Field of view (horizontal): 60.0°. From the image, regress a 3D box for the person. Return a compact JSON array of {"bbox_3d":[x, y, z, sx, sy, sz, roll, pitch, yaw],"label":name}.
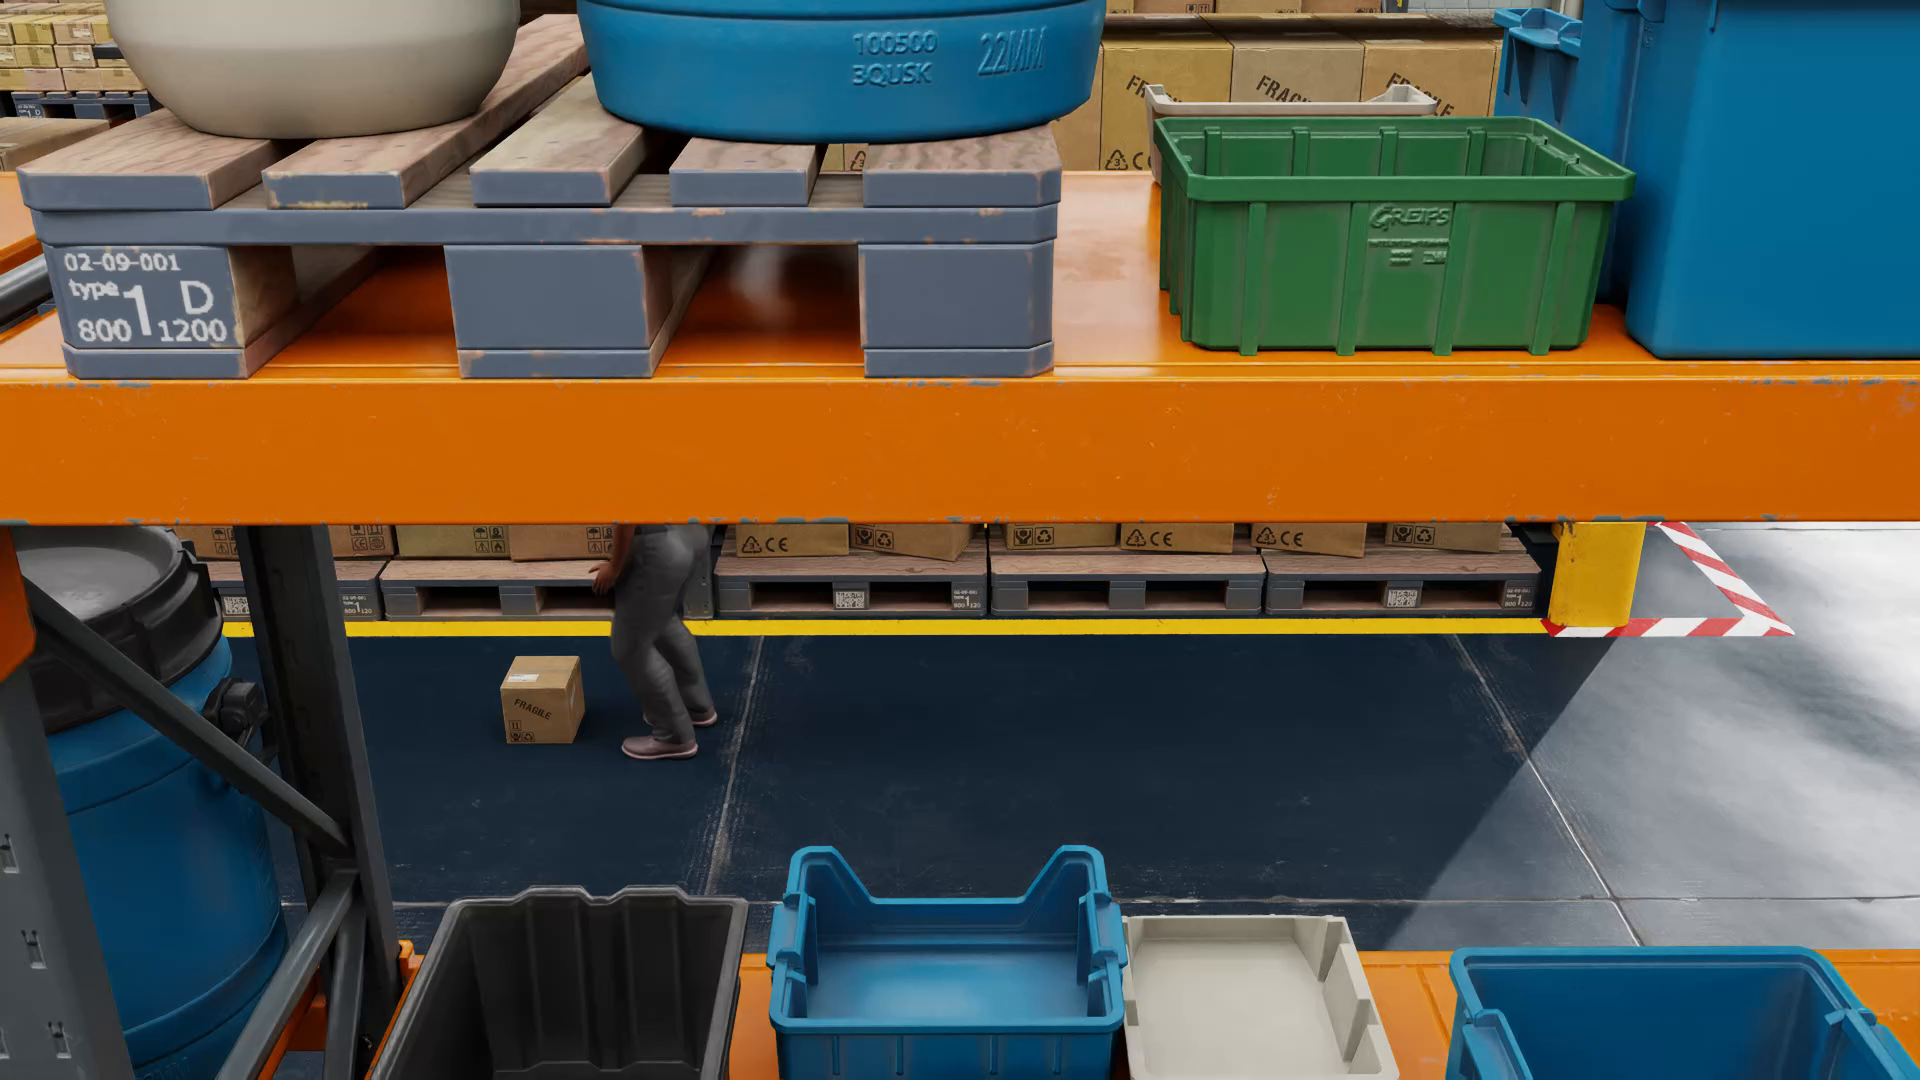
[{"bbox_3d":[-1.129,0.047,6.071,0.367,1.618,0.454,4,25,10],"label":"person"}]
